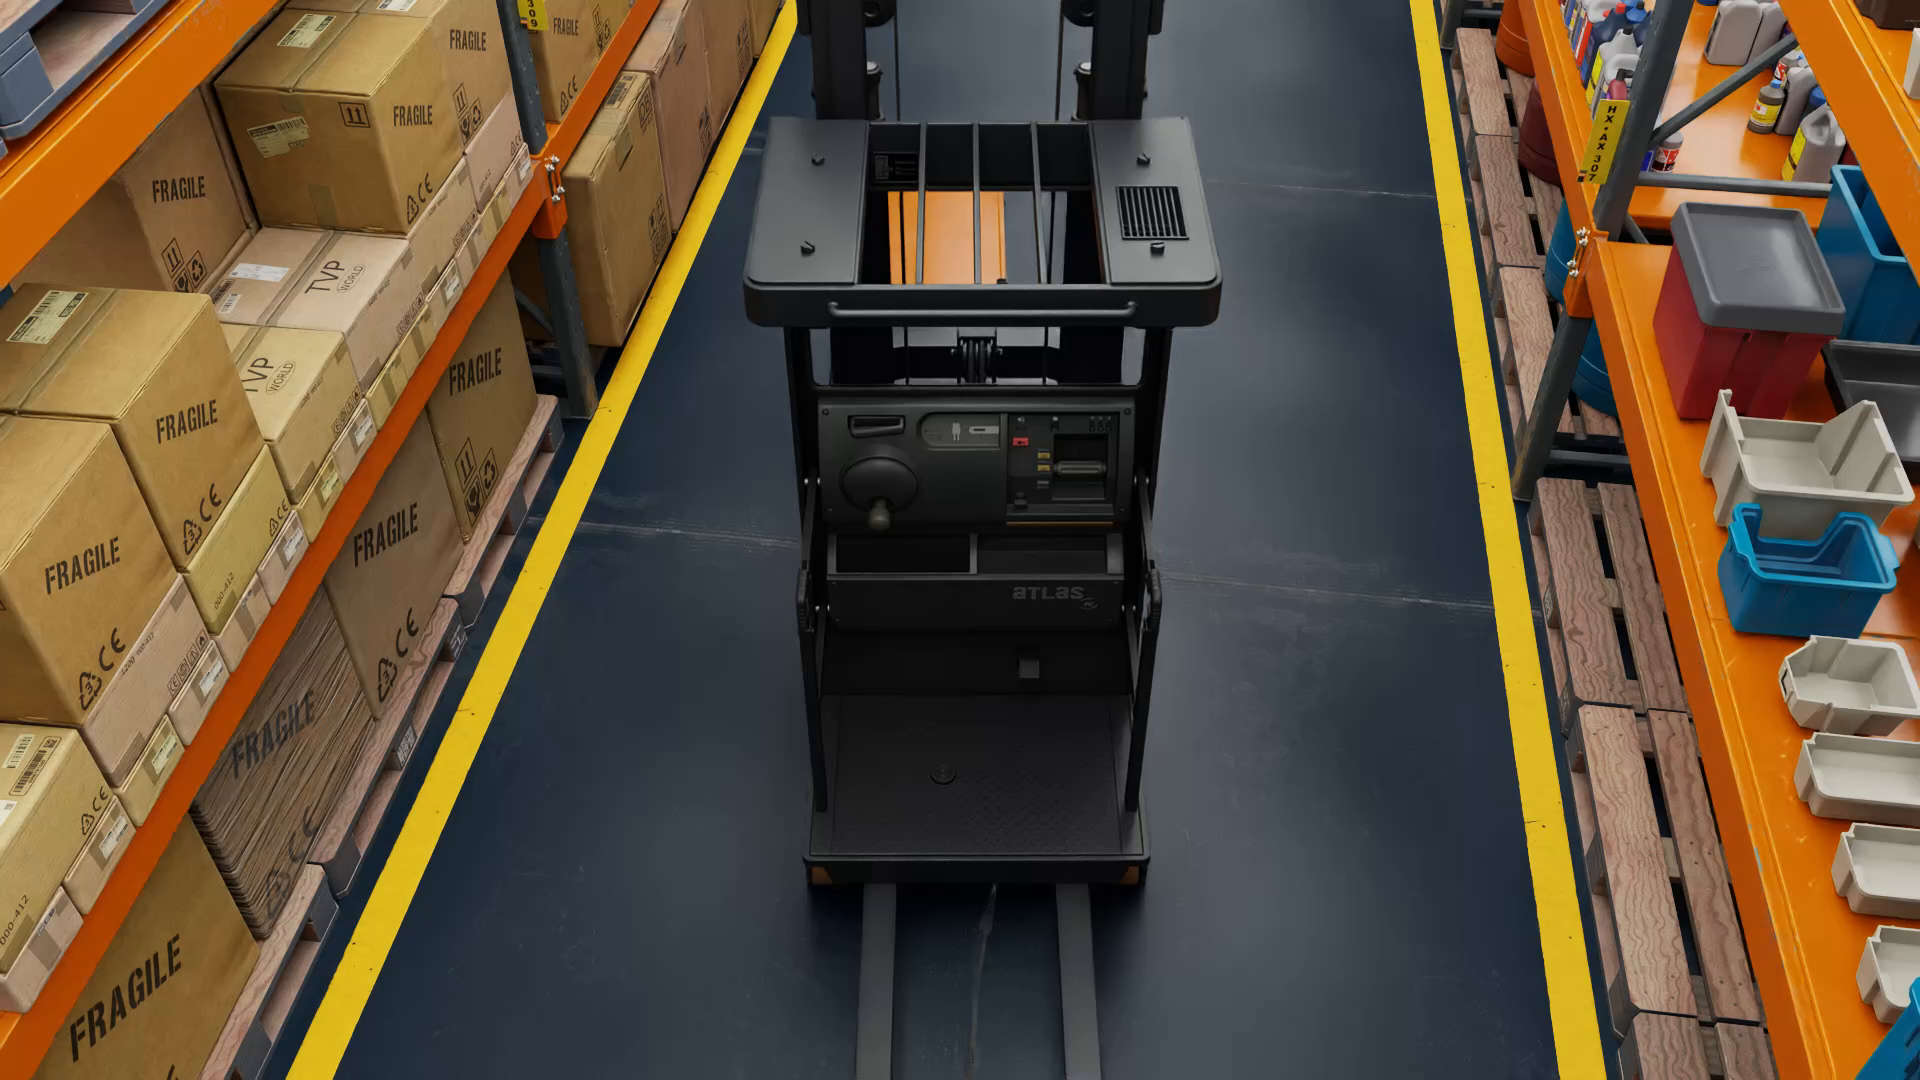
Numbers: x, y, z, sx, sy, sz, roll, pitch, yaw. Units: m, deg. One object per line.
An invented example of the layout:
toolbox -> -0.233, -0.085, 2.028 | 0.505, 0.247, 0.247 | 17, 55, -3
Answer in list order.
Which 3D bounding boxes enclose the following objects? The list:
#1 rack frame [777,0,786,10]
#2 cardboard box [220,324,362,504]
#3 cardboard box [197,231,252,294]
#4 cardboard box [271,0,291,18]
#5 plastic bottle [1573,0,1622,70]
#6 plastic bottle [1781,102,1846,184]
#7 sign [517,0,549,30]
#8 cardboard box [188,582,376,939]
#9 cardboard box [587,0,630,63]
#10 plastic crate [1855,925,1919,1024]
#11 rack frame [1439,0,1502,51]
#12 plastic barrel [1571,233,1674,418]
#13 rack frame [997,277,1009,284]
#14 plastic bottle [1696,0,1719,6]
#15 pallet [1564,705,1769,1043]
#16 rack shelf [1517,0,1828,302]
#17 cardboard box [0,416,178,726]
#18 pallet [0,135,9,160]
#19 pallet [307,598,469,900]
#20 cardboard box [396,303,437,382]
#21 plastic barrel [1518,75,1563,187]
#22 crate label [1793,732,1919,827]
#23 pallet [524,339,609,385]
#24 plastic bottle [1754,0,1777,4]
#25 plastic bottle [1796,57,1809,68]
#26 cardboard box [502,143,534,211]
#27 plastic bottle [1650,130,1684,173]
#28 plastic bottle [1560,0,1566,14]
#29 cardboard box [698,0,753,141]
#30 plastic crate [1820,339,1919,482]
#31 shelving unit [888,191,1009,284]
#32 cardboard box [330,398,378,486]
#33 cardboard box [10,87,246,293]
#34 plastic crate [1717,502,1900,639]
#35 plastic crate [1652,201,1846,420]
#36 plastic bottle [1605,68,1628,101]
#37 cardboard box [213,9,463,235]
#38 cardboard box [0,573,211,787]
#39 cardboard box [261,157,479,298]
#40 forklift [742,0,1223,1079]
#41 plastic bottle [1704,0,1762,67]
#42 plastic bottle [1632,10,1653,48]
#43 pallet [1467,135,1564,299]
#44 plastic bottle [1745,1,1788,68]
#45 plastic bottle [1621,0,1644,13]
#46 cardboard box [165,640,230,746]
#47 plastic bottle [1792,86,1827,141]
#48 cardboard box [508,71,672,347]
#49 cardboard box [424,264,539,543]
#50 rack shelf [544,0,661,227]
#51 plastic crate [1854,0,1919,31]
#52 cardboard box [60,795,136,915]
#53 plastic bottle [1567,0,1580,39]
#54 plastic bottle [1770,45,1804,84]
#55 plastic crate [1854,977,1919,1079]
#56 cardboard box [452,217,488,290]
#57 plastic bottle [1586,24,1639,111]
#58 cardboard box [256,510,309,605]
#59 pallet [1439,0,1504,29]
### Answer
rack frame -> -1.577, -4.422, 9.238 | 1.000, 3.000, 0.127 | 5, 44, 6
cardboard box -> -2.107, -0.379, 4.861 | 0.500, 0.250, 0.500 | 4, 44, 5
cardboard box -> -2.561, -0.761, 5.265 | 0.500, 0.250, 0.500 | 6, 44, 7
cardboard box -> -2.422, -1.718, 5.730 | 0.500, 0.500, 0.500 | 5, 44, 6
plastic bottle -> 2.650, -2.091, 6.867 | 0.152, 0.276, 0.135 | 5, 44, 6
plastic bottle -> 3.177, -1.466, 6.152 | 0.144, 0.351, 0.185 | 5, 44, 6
sign -> -1.555, -1.989, 5.982 | 0.100, 0.325, 0.005 | 5, 44, 6
cardboard box -> -2.509, 0.586, 5.190 | 0.875, 0.875, 0.875 | 5, 44, 6
cardboard box -> -1.732, -2.365, 6.994 | 0.500, 0.500, 0.500 | 5, 44, 6
plastic crate -> 2.203, 0.982, 3.679 | 0.396, 0.136, 0.243 | 5, 44, 6
rack frame -> 3.333, -3.972, 8.763 | 1.000, 3.000, 0.127 | 5, 44, 6
plastic barrel -> 2.893, -1.005, 6.851 | 0.600, 0.901, 0.708 | 5, 44, 6
rack frame -> -0.071, -0.551, 6.514 | 0.500, 1.125, 0.032 | 0, 43, 0
plastic bottle -> 3.321, -2.491, 7.293 | 0.097, 0.271, 0.097 | 0, 43, 0
pallet -> 2.586, 1.106, 5.429 | 1.003, 0.211, 1.213 | 5, 44, 6
rack shelf -> 3.068, -2.347, 7.571 | 1.077, 0.370, 4.000 | 5, 44, 6
cardboard box -> -2.237, 0.061, 3.851 | 0.500, 0.500, 0.500 | 4, 44, 4
pallet -> -2.547, -0.533, 3.014 | 1.003, 0.211, 1.213 | 5, 44, 6
pallet -> -2.443, 0.662, 5.898 | 1.003, 0.211, 1.213 | 5, 44, 6
cardboard box -> -1.957, -0.665, 5.454 | 0.380, 0.149, 0.250 | 6, 44, 6
plastic barrel -> 3.136, -2.144, 8.281 | 0.600, 0.588, 0.708 | 5, 44, 6
crate label -> 2.269, 0.594, 4.089 | 0.396, 0.136, 0.243 | 5, 44, 6
pallet -> -2.078, -1.216, 7.881 | 1.003, 0.211, 1.213 | 5, 44, 6
plastic bottle -> 3.396, -2.270, 7.056 | 0.152, 0.276, 0.135 | 5, 44, 6
plastic bottle -> 3.333, -1.805, 6.569 | 0.097, 0.271, 0.097 | 0, 43, 0
cardboard box -> -1.821, -1.367, 6.195 | 0.380, 0.149, 0.250 | 5, 44, 6
plastic bottle -> 2.662, -1.473, 6.268 | 0.097, 0.201, 0.097 | 0, 43, 0
plastic bottle -> 2.687, -2.395, 7.243 | 0.097, 0.201, 0.097 | 0, 43, 0
cardboard box -> -1.814, -2.727, 8.689 | 1.225, 0.875, 0.875 | 5, 44, 6
plastic crate -> 2.922, -0.380, 5.126 | 0.437, 0.125, 0.590 | 5, 44, 6
shelving unit -> -0.072, -0.900, 6.883 | 0.538, 1.125, 1.048 | 0, 43, 0
cardboard box -> -2.026, -0.318, 5.087 | 0.380, 0.149, 0.250 | 6, 44, 6
cardboard box -> -2.559, -1.028, 5.002 | 0.500, 0.500, 0.500 | 4, 44, 4
plastic crate -> 2.292, 0.097, 4.544 | 0.416, 0.233, 0.300 | 5, 44, 6
plastic crate -> 2.437, -0.705, 5.222 | 0.402, 0.464, 0.583 | 5, 44, 6
plastic bottle -> 2.521, -1.663, 6.409 | 0.061, 0.283, 0.133 | 5, 44, 6
cardboard box -> -1.972, -1.343, 5.334 | 0.500, 0.500, 0.500 | 6, 44, 6
cardboard box -> -2.241, 0.319, 4.124 | 0.500, 0.250, 0.500 | 5, 44, 5
cardboard box -> -1.970, -1.072, 5.593 | 0.500, 0.250, 0.500 | 6, 44, 7
forklift -> 0.051, -0.136, 4.762 | 1.130, 2.935, 3.031 | 0, 43, 0
plastic bottle -> 3.214, -2.126, 6.904 | 0.152, 0.276, 0.135 | 5, 44, 6
plastic bottle -> 2.768, -1.997, 6.713 | 0.144, 0.351, 0.185 | 5, 44, 6
pallet -> 3.106, -1.589, 8.274 | 1.003, 0.211, 1.213 | 5, 44, 6
plastic bottle -> 3.365, -2.112, 6.889 | 0.152, 0.276, 0.135 | 5, 44, 6
plastic bottle -> 2.794, -2.182, 6.967 | 0.097, 0.271, 0.097 | 0, 43, 0
cardboard box -> -2.161, 0.382, 4.347 | 0.380, 0.149, 0.250 | 5, 44, 5
plastic bottle -> 3.303, -1.647, 6.402 | 0.097, 0.271, 0.097 | 0, 43, 0
cardboard box -> -2.041, -1.515, 7.408 | 1.225, 0.875, 0.875 | 5, 44, 6
cardboard box -> -2.272, -0.634, 6.478 | 0.875, 0.875, 0.875 | 5, 44, 6
rack shelf -> -1.841, -2.797, 8.046 | 1.077, 0.370, 4.000 | 5, 44, 6
plastic crate -> 2.368, -1.466, 4.030 | 0.497, 0.269, 0.590 | 5, 44, 6
cardboard box -> -2.228, 0.735, 3.975 | 0.380, 0.149, 0.250 | 5, 44, 5
plastic bottle -> 2.656, -2.237, 7.076 | 0.097, 0.201, 0.097 | 0, 43, 0
plastic bottle -> 3.359, -1.913, 6.733 | 0.097, 0.201, 0.097 | 0, 43, 0
plastic crate -> 2.134, 1.201, 3.231 | 0.616, 0.435, 0.499 | 5, 44, 6
cardboard box -> -1.889, -1.016, 5.825 | 0.380, 0.149, 0.250 | 5, 44, 5
plastic bottle -> 2.601, -1.884, 6.594 | 0.144, 0.351, 0.185 | 5, 44, 6
cardboard box -> -2.093, 0.033, 4.716 | 0.380, 0.149, 0.250 | 5, 44, 5
pallet -> 3.473, -3.483, 10.275 | 1.003, 0.211, 1.213 | 5, 44, 6
